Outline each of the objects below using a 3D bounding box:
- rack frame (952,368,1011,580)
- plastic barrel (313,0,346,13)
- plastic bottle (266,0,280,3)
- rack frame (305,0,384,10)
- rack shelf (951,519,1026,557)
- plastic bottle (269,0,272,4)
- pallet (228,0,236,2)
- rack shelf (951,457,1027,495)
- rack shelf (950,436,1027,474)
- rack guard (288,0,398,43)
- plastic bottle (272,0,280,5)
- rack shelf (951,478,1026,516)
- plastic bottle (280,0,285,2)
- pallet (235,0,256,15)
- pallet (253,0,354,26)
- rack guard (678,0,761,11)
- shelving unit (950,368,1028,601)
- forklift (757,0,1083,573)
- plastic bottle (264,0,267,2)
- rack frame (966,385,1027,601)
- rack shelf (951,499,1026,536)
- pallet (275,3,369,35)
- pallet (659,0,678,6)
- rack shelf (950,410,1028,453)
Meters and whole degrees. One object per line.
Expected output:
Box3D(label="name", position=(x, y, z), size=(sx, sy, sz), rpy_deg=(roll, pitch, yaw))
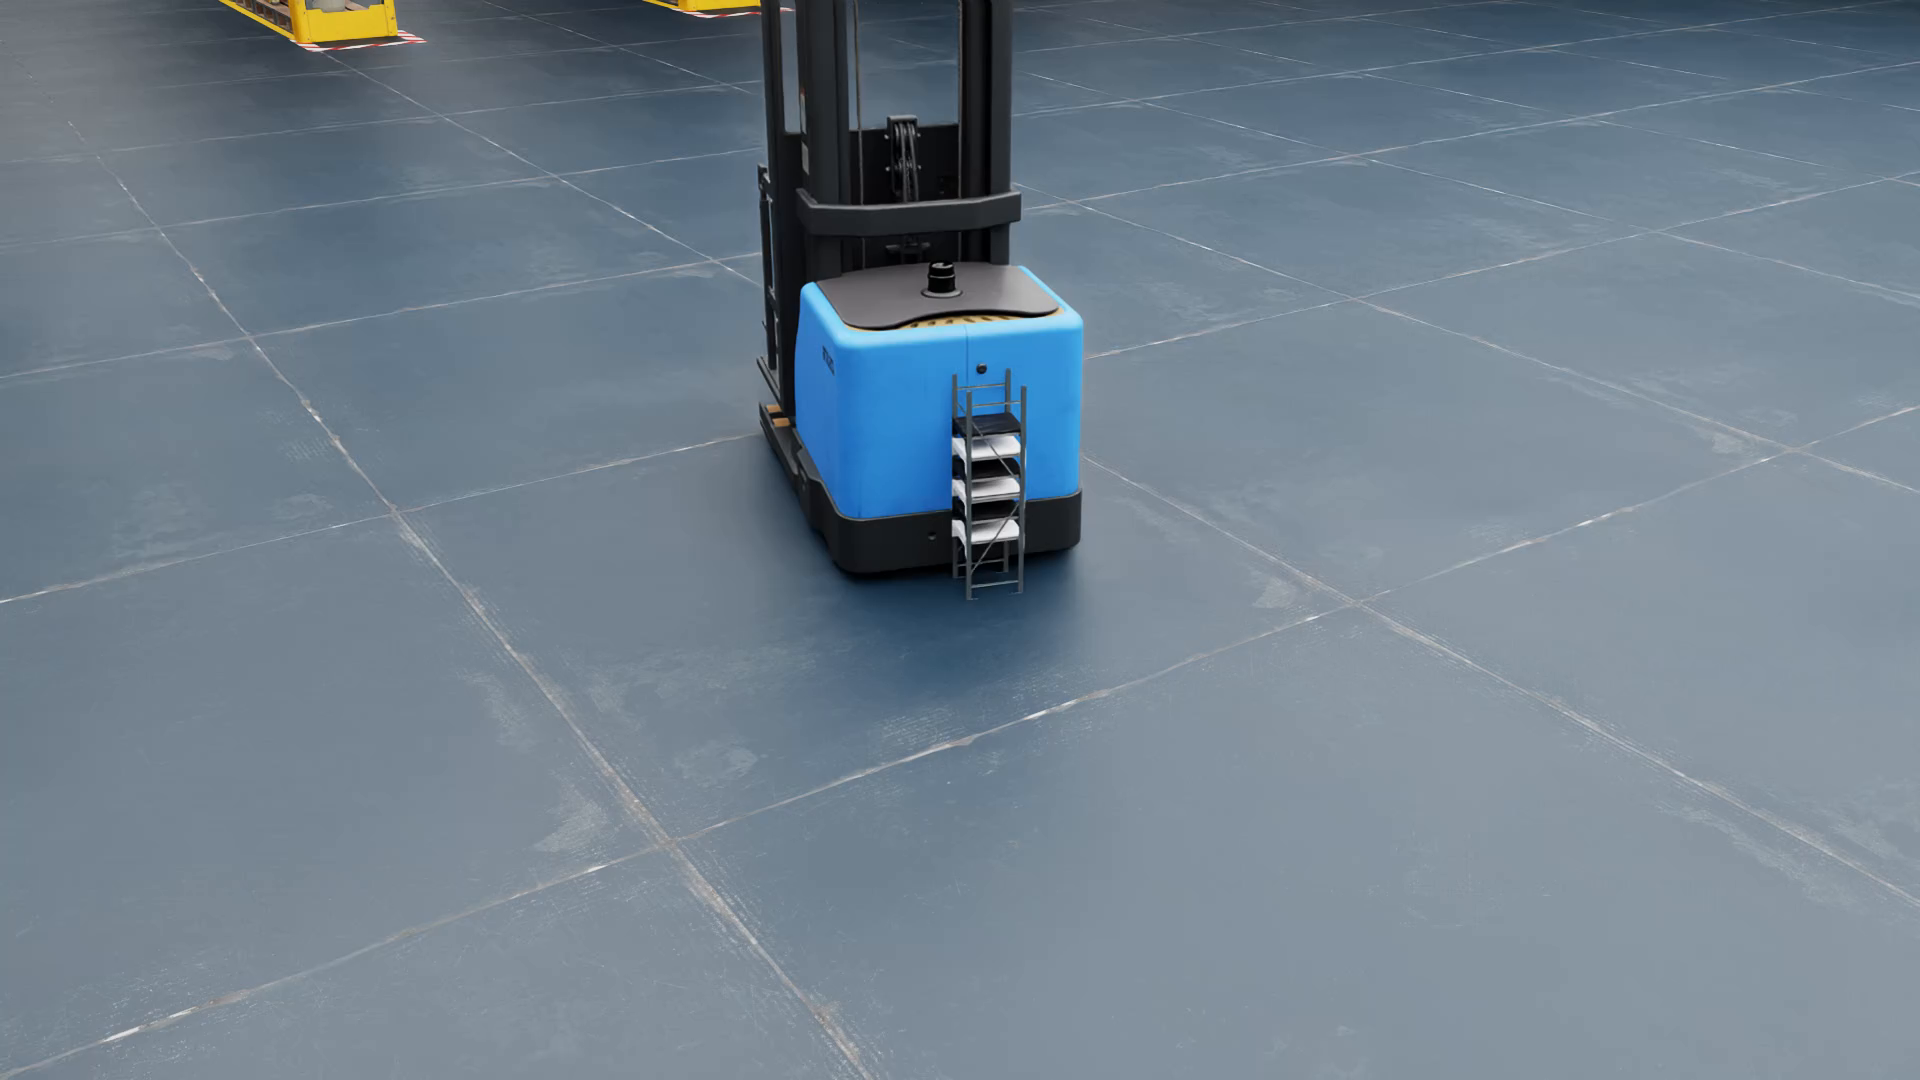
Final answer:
Box3D(label="rack frame", position=(0.086, -0.257, 6.741), size=(0.240, 0.900, 0.006), rpy_deg=(-7, 26, -14))
Box3D(label="plastic barrel", position=(-7.771, -6.711, 20.376), size=(0.421, 0.512, 0.421), rpy_deg=(0, 25, 0))
Box3D(label="plastic bottle", position=(-8.832, -7.048, 21.340), size=(0.152, 0.276, 0.135), rpy_deg=(-15, 29, -29))
Box3D(label="rack frame", position=(-7.348, -7.429, 19.473), size=(1.000, 3.000, 0.127), rpy_deg=(-16, 29, -30))
Box3D(label="rack shelf", position=(0.113, -0.022, 6.743), size=(0.258, 0.077, 0.200), rpy_deg=(-7, 26, -14))
Box3D(label="plastic bottle", position=(-8.797, -6.992, 21.214), size=(0.061, 0.283, 0.133), rpy_deg=(-15, 29, -28))
Box3D(label="pallet", position=(-9.993, -7.871, 23.675), size=(1.003, 0.211, 1.213), rpy_deg=(-16, 29, -30))
Box3D(label="rack shelf", position=(0.113, -0.267, 6.628), size=(0.258, 0.077, 0.200), rpy_deg=(-7, 26, -14))
Box3D(label="rack shelf", position=(0.113, -0.348, 6.589), size=(0.258, 0.077, 0.200), rpy_deg=(-7, 26, -14))
Box3D(label="rack guard", position=(-7.429, -6.315, 20.041), size=(1.175, 0.500, 0.348), rpy_deg=(-16, 29, -30))
Box3D(label="plastic bottle", position=(-8.718, -6.917, 21.152), size=(0.097, 0.201, 0.097), rpy_deg=(0, 25, 0))
Box3D(label="rack shelf", position=(0.113, -0.185, 6.666), size=(0.258, 0.077, 0.200), rpy_deg=(-7, 26, -14))
Box3D(label="plastic bottle", position=(-8.743, -7.076, 21.392), size=(0.061, 0.283, 0.133), rpy_deg=(-16, 29, -30))
Box3D(label="pallet", position=(-9.200, -7.349, 22.570), size=(1.003, 0.211, 1.213), rpy_deg=(-16, 29, -30))
Box3D(label="pallet", position=(-8.530, -6.912, 21.644), size=(1.003, 0.211, 1.213), rpy_deg=(-16, 29, -30))
Box3D(label="rack guard", position=(-3.239, -7.480, 22.509), size=(1.175, 0.500, 0.348), rpy_deg=(-16, 29, -30))
Box3D(label="shelving unit", position=(0.113, -0.215, 6.652), size=(0.258, 0.900, 0.210), rpy_deg=(-7, 26, -14))
Box3D(label="forklift", position=(-0.376, -1.796, 7.621), size=(1.130, 2.935, 3.031), rpy_deg=(-7, 26, -14))
Box3D(label="plastic bottle", position=(-8.908, -7.097, 21.445), size=(0.152, 0.276, 0.135), rpy_deg=(-16, 30, -31))
Box3D(label="rack frame", position=(0.140, -0.174, 6.564), size=(0.240, 0.900, 0.006), rpy_deg=(-7, 26, -14))
Box3D(label="rack shelf", position=(0.113, -0.104, 6.705), size=(0.258, 0.077, 0.200), rpy_deg=(-7, 26, -14))
Box3D(label="pallet", position=(-7.868, -6.476, 20.721), size=(1.003, 0.211, 1.213), rpy_deg=(-16, 29, -30))
Box3D(label="pallet", position=(-3.653, -7.648, 23.204), size=(1.003, 0.211, 1.213), rpy_deg=(-16, 29, -30))
Box3D(label="rack shelf", position=(0.113, -0.429, 6.551), size=(0.258, 0.077, 0.200), rpy_deg=(-7, 26, -14))
